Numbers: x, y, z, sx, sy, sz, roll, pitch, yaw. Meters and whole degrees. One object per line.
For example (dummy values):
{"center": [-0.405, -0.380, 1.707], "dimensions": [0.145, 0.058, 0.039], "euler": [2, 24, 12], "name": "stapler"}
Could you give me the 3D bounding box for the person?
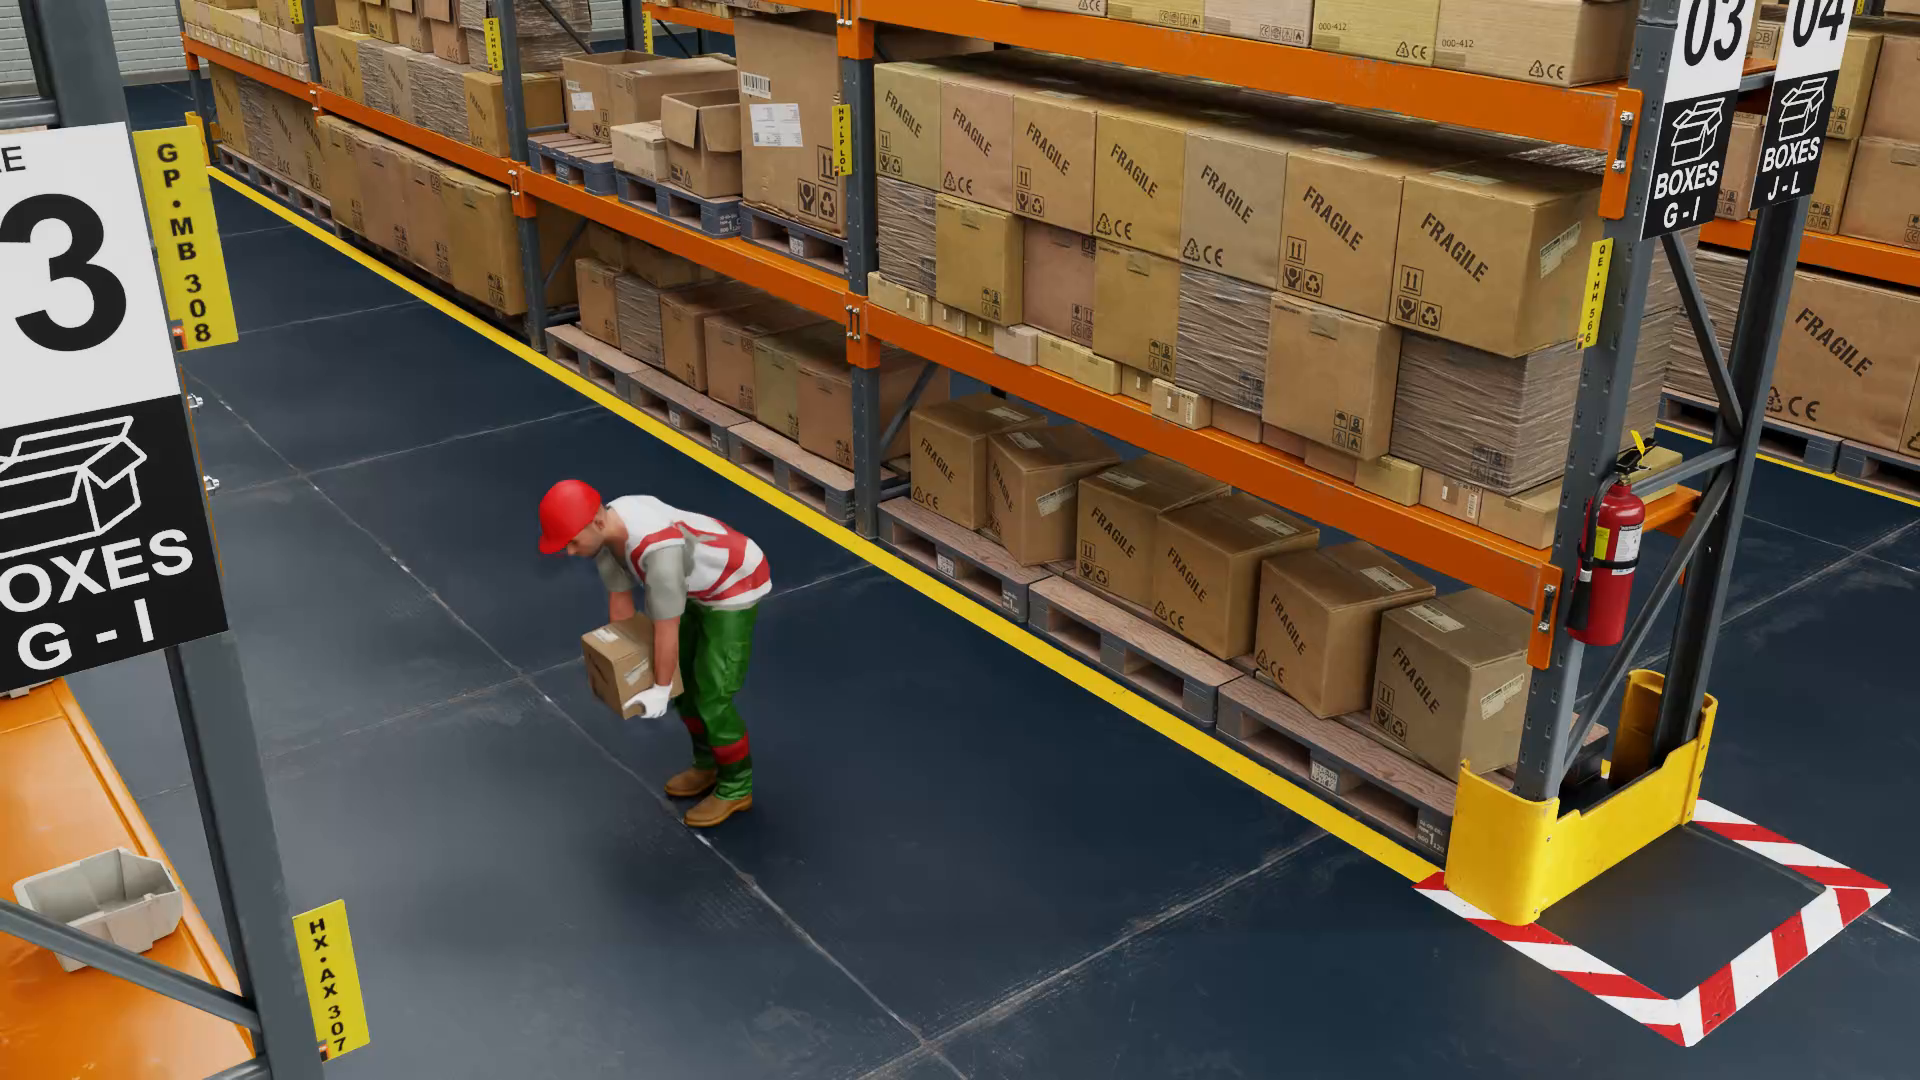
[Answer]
{"center": [-1.100, 0.388, 6.103], "dimensions": [0.858, 1.472, 0.471], "euler": [-19, 30, -35], "name": "person"}
